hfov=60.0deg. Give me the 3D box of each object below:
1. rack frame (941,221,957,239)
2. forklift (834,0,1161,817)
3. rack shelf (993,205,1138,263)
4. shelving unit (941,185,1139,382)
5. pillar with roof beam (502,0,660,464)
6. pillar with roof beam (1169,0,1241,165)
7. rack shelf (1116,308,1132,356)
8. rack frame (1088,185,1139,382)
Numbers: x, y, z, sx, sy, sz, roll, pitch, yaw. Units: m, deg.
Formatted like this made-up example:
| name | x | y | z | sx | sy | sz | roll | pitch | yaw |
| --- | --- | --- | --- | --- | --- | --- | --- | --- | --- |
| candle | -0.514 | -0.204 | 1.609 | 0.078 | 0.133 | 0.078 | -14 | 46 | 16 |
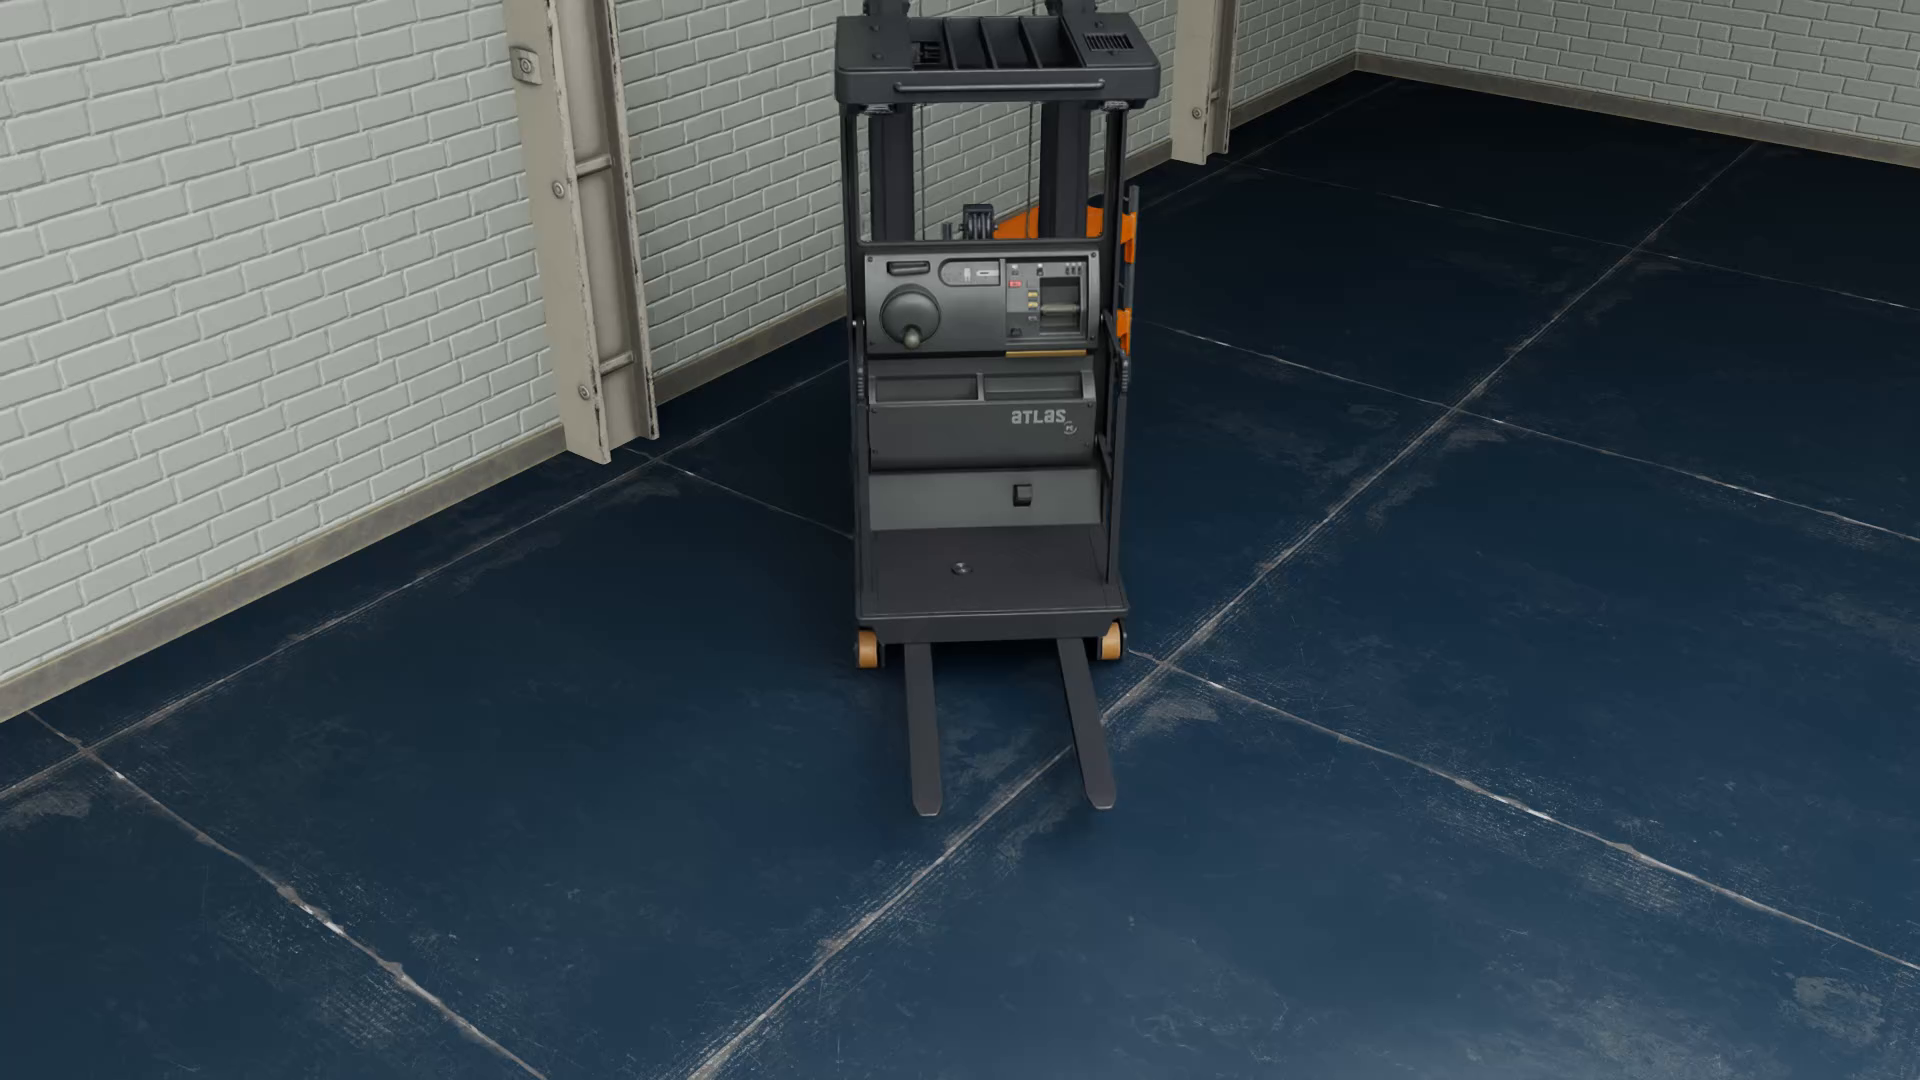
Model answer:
| name | x | y | z | sx | sy | sz | roll | pitch | yaw |
| --- | --- | --- | --- | --- | --- | --- | --- | --- | --- |
| rack frame | 0.116 | -1.010 | 8.350 | 0.500 | 1.125 | 0.032 | 21 | 36 | 31 |
| forklift | 0.104 | -0.902 | 6.398 | 1.130 | 2.935 | 3.031 | -2 | 31 | -3 |
| rack shelf | 0.420 | -1.469 | 8.552 | 0.538 | 0.278 | 1.000 | 21 | 36 | 31 |
| shelving unit | 0.420 | -1.217 | 8.701 | 0.538 | 1.125 | 1.048 | 21 | 36 | 31 |
| pillar with roof beam | 1.630 | -3.054 | 4.076 | 9.100 | 9.000 | 0.400 | 21 | 37 | 31 |
| pillar with roof beam | 5.252 | -5.493 | 8.191 | 9.100 | 9.000 | 0.400 | 21 | 37 | 31 |
| rack shelf | 0.420 | -1.007 | 8.826 | 0.538 | 0.278 | 1.000 | 21 | 36 | 31 |
| rack frame | 0.724 | -1.425 | 9.051 | 0.500 | 1.125 | 0.032 | 21 | 36 | 31 |
